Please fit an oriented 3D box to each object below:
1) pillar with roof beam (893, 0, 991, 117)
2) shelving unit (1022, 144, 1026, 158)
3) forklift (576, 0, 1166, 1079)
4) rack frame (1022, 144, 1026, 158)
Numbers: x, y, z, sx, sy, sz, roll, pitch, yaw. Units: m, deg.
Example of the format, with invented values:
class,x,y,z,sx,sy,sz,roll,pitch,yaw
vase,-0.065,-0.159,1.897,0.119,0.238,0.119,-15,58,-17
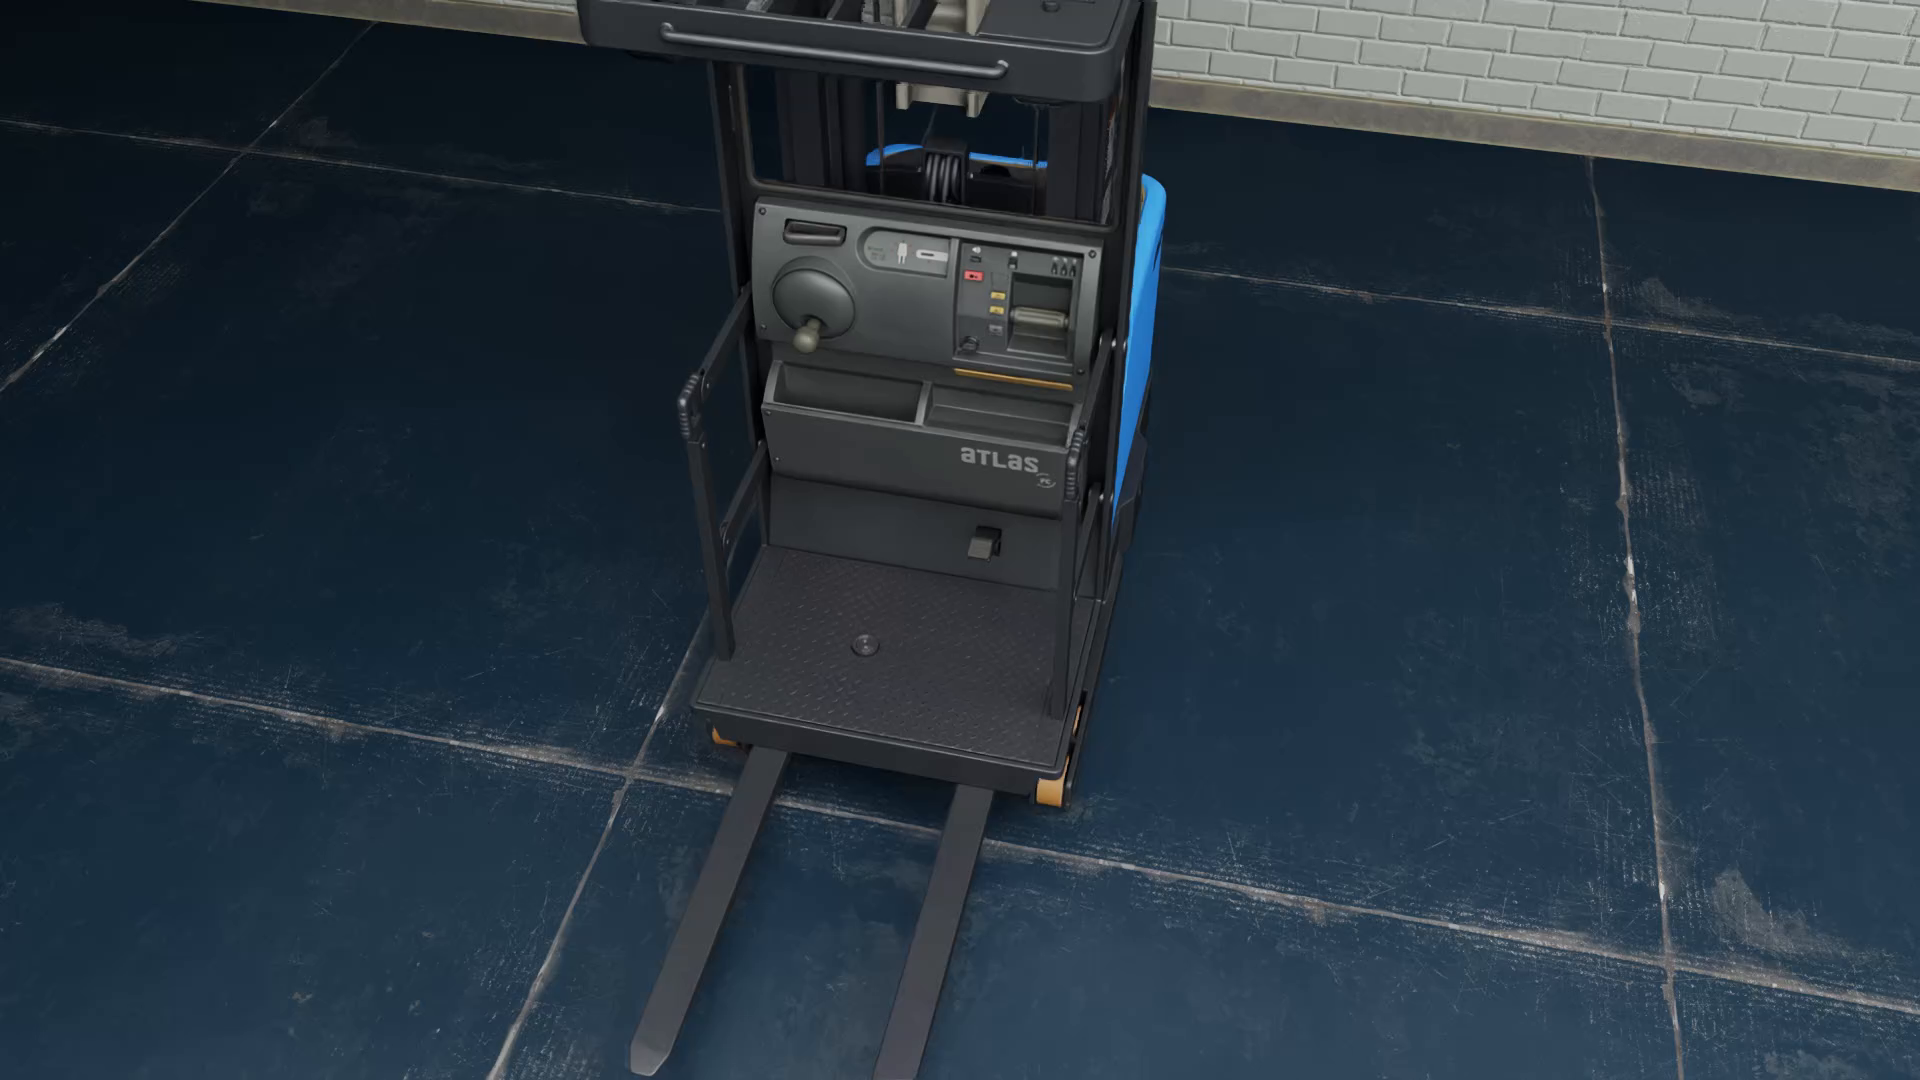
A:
class,x,y,z,sx,sy,sz,roll,pitch,yaw
pillar with roof beam,-1.017,-2.451,1.807,0.400,9.000,9.100,9,45,9
shelving unit,0.276,-0.974,6.103,0.210,0.900,0.258,15,43,15
forklift,-0.143,-0.562,4.221,1.130,2.935,3.031,9,45,9
rack frame,0.180,-0.999,6.129,0.006,0.900,0.240,15,43,15
